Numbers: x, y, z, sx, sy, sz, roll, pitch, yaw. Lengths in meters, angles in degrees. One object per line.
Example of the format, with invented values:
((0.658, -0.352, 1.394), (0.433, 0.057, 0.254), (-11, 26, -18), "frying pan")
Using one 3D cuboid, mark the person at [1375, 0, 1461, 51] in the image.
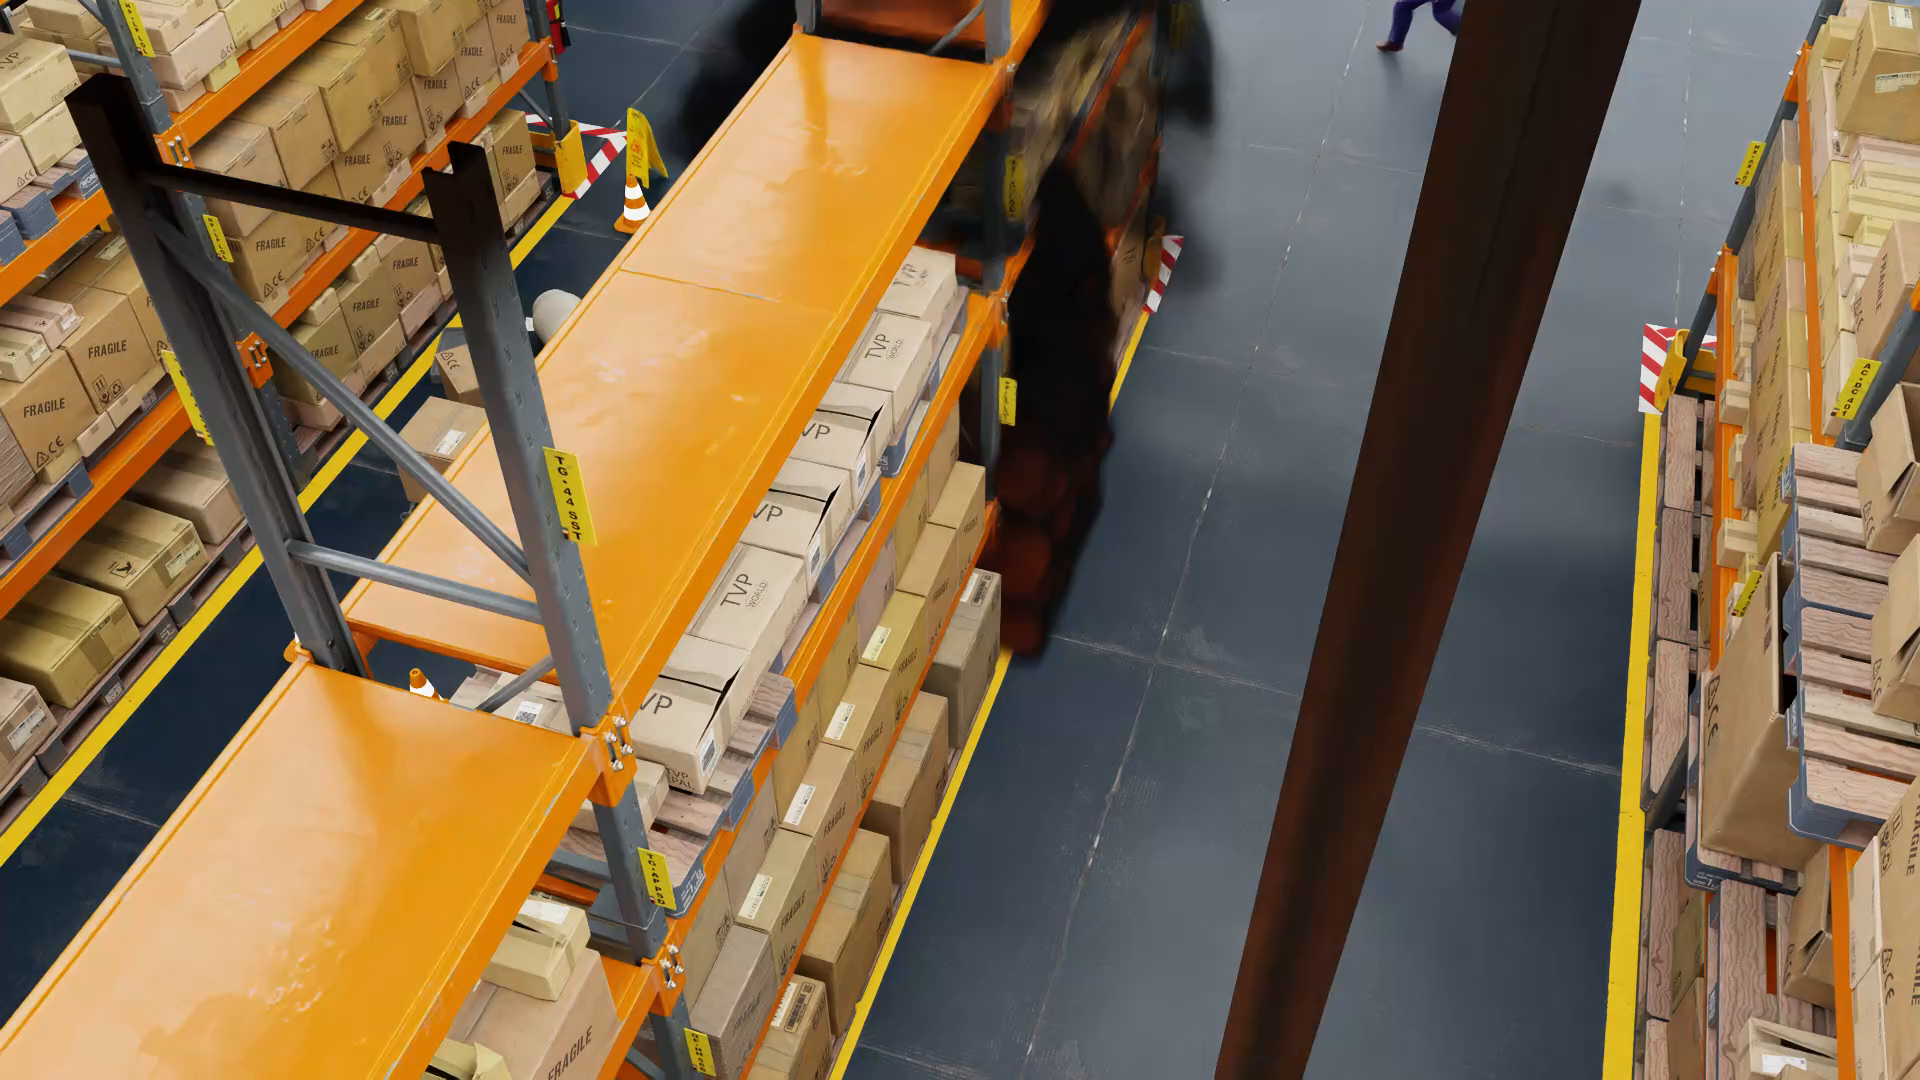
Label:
((4.310, -5.012, 14.939), (0.571, 1.643, 1.015), (-28, 52, -24), "person")
